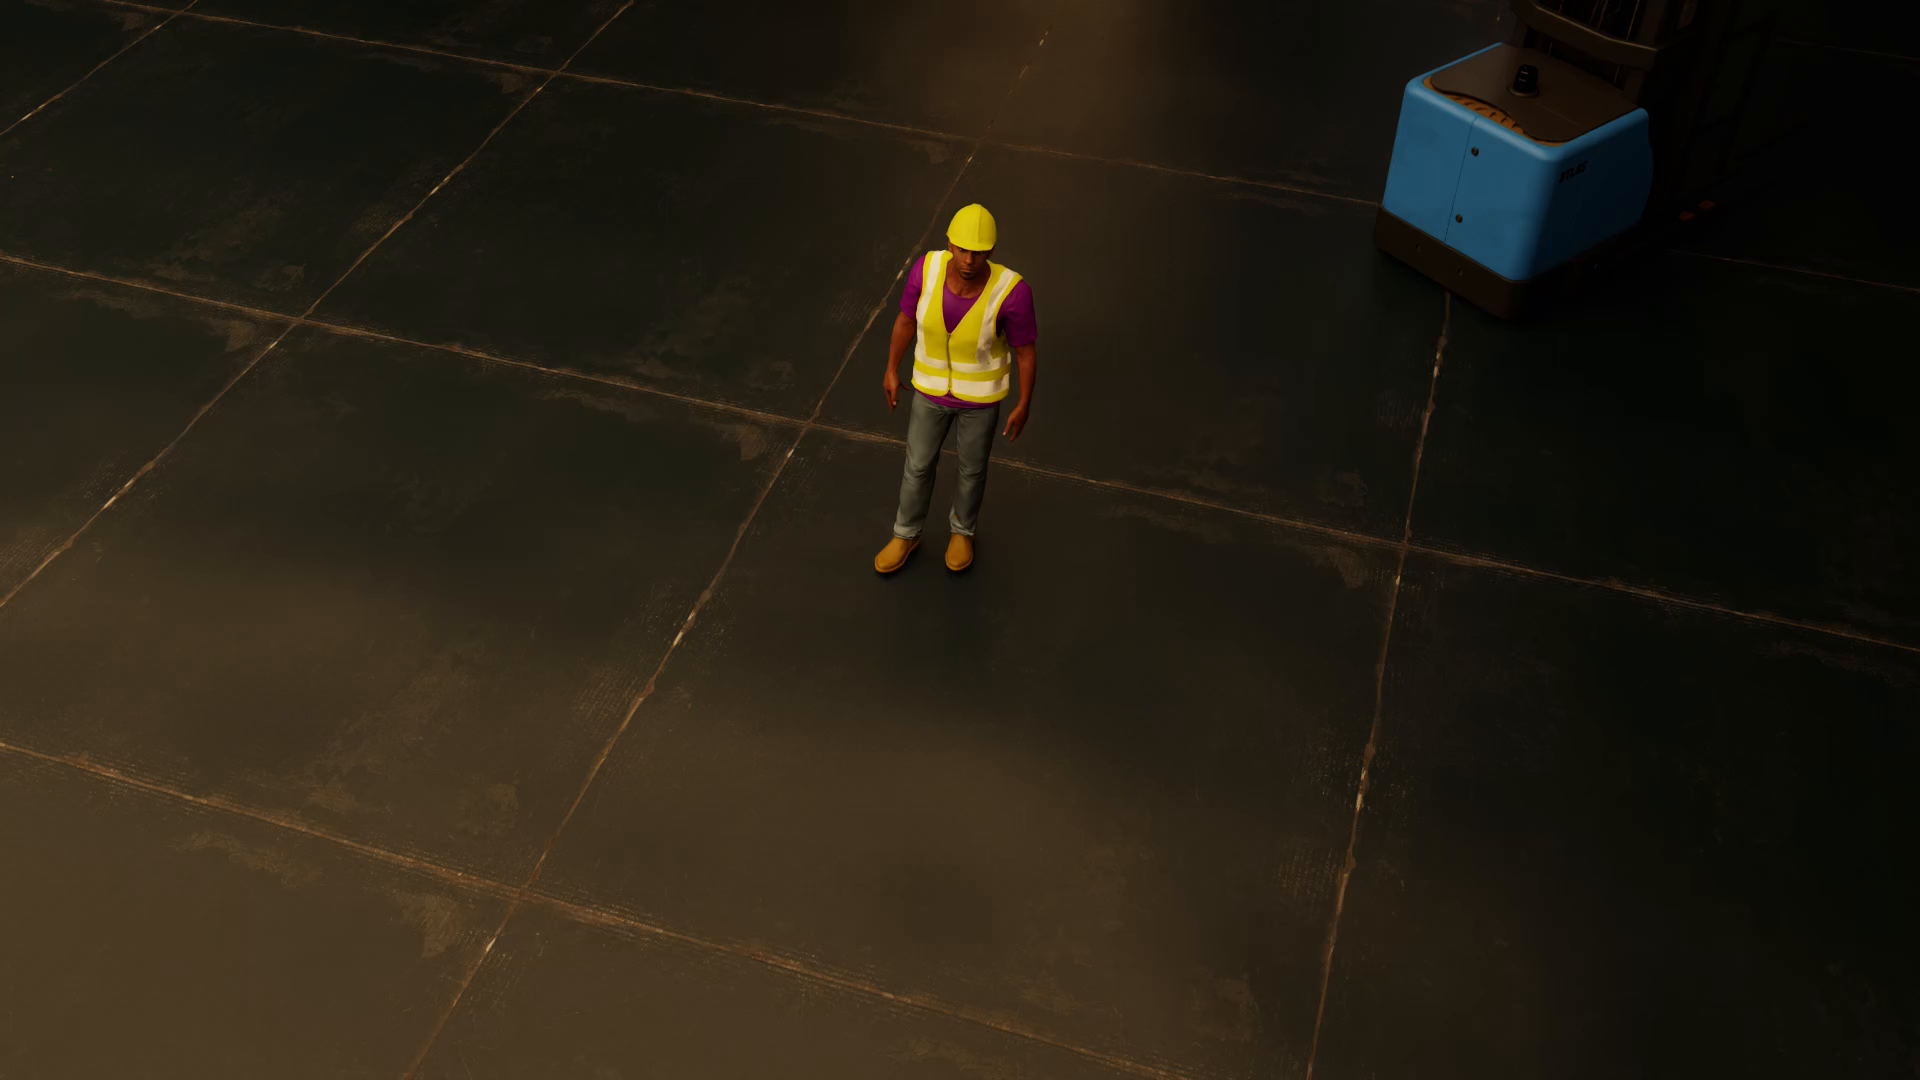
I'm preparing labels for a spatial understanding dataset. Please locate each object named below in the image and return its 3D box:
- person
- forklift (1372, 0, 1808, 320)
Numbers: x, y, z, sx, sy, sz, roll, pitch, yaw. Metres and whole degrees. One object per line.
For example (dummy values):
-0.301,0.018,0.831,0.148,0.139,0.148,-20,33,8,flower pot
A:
-0.026,-0.607,7.187,0.666,1.768,0.575,12,44,13,person
3.861,-3.091,9.011,3.031,2.935,1.130,-27,49,-26,forklift
